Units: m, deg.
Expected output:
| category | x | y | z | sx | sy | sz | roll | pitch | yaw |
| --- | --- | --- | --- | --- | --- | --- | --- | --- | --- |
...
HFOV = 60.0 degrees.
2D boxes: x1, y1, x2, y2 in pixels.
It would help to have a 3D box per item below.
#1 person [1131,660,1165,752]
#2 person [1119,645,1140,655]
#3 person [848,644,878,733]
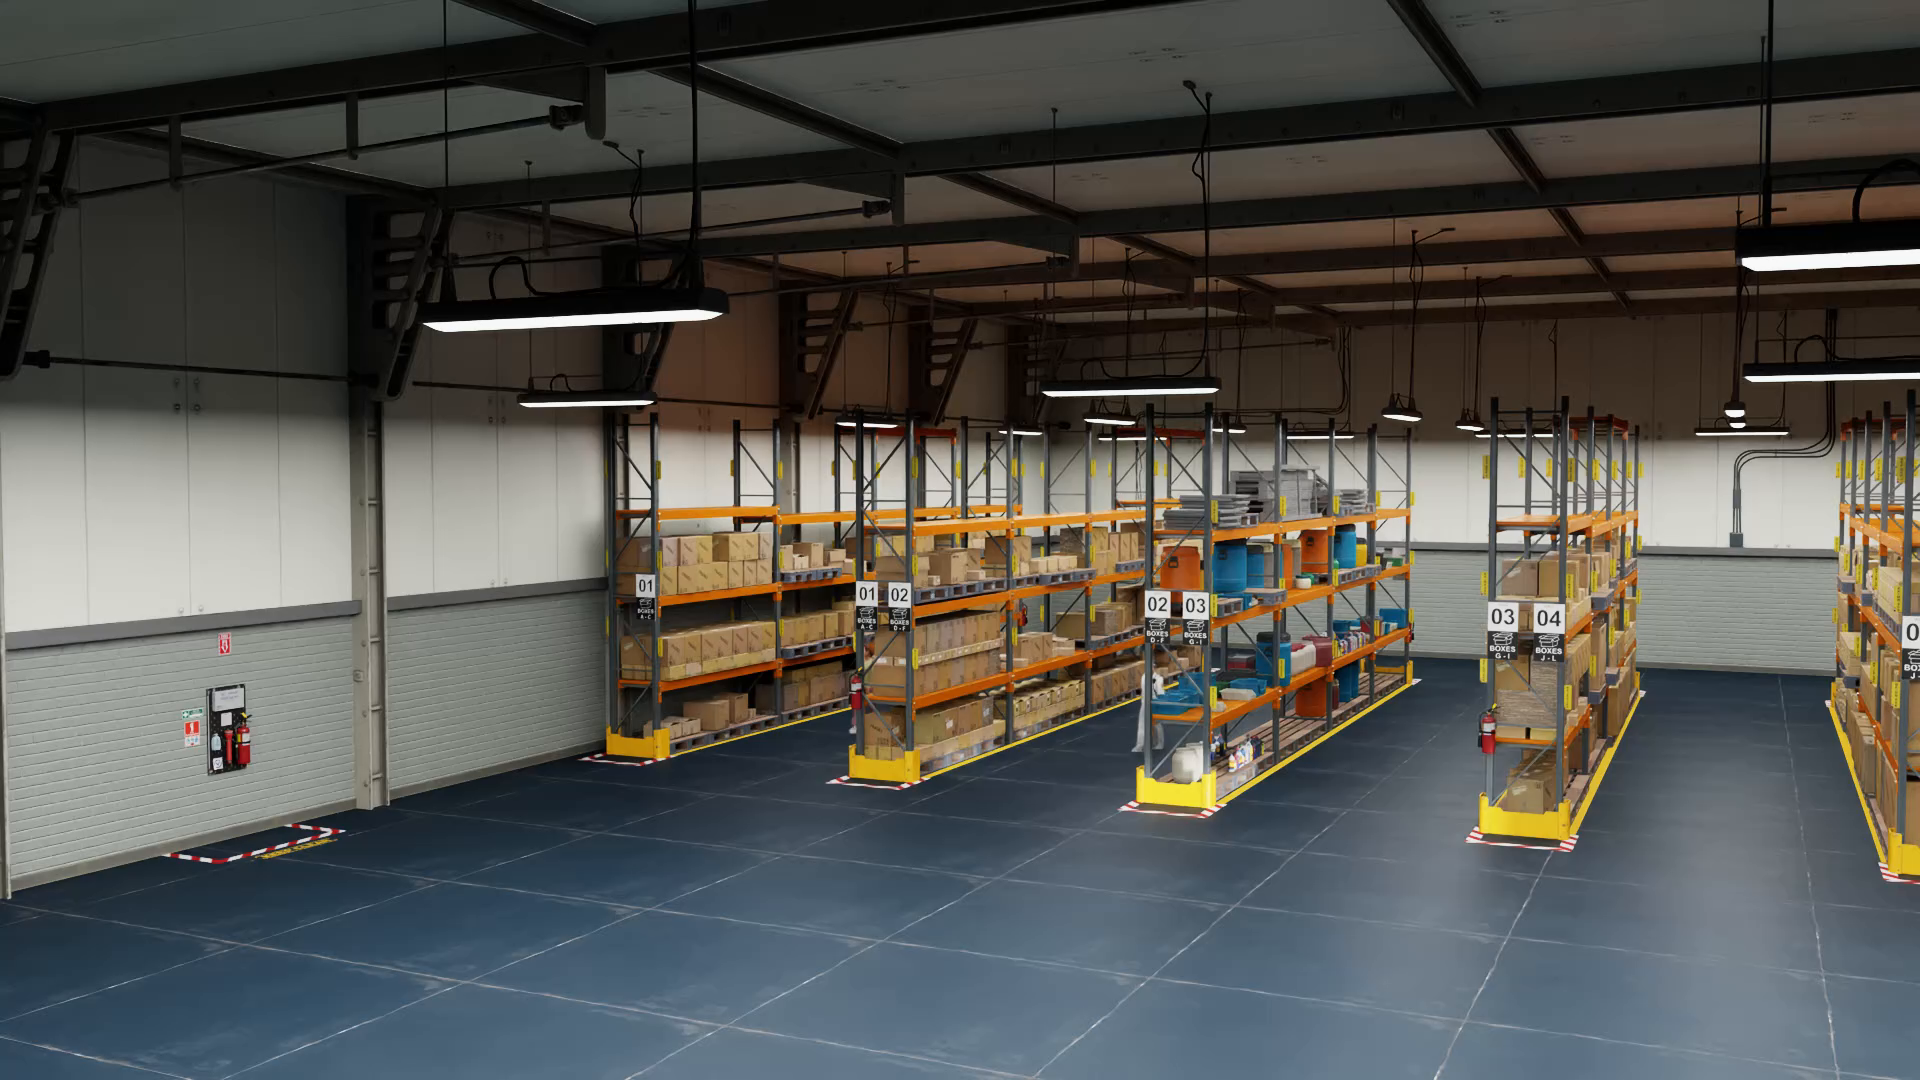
| category | x | y | z | sx | sy | sz | roll | pitch | yaw |
| --- | --- | --- | --- | --- | --- | --- | --- | --- | --- |
| person | 3.369 | 2.923 | 29.433 | 0.496 | 1.636 | 0.934 | 2 | 3 | 32 |
| person | 4.521 | 2.277 | 43.645 | 0.632 | 1.761 | 0.656 | -2 | 3 | -40 |
| person | -1.827 | 2.826 | 31.804 | 0.465 | 1.643 | 0.877 | 1 | 3 | 31 |
